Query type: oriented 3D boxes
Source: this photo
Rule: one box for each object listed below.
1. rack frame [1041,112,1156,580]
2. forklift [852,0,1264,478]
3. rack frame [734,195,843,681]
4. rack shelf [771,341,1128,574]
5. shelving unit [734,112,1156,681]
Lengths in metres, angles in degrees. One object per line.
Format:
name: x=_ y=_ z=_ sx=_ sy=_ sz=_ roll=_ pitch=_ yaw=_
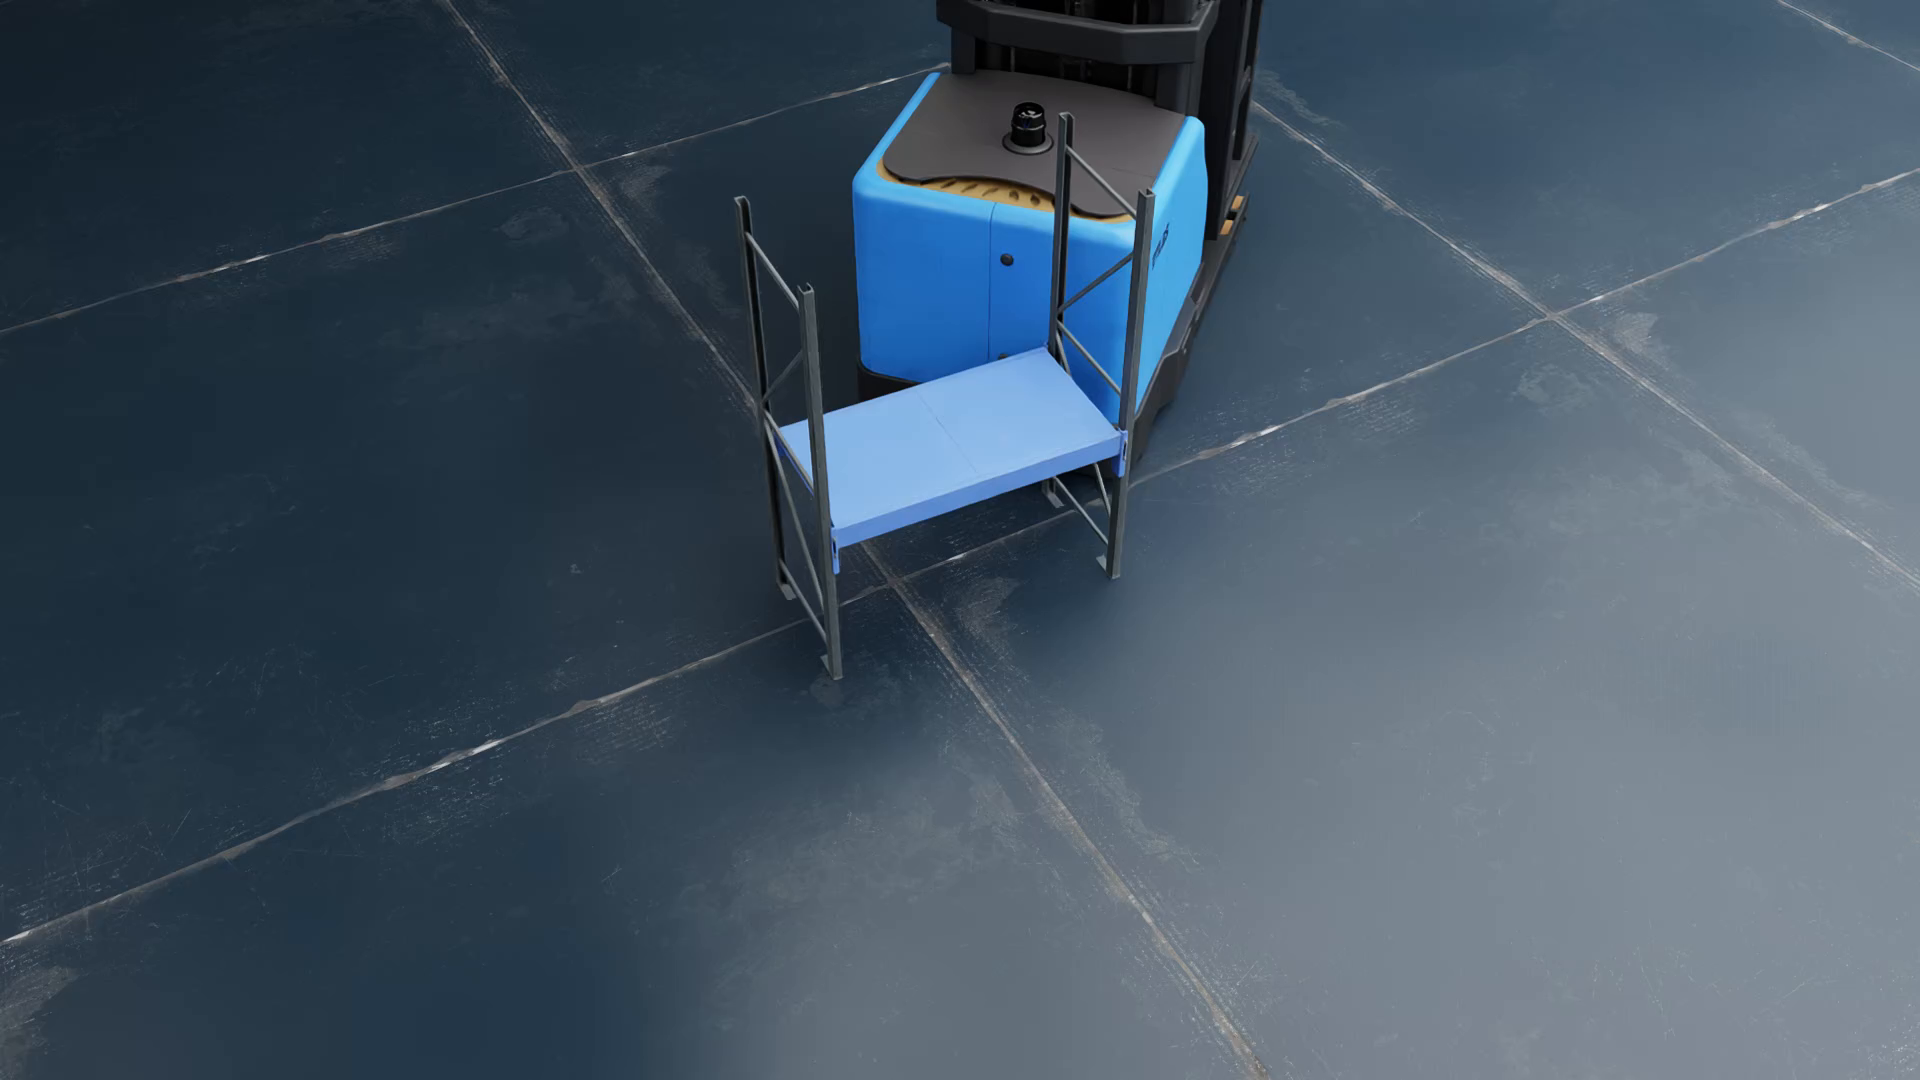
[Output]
rack frame: x=0.415 y=-0.563 z=5.253 sx=0.032 sy=1.500 sz=0.500 roll=-19 pitch=47 yaw=-19
forklift: x=0.593 y=-2.313 z=6.029 sx=1.130 sy=2.935 sz=3.031 roll=14 pitch=46 yaw=14
rack frame: x=-0.497 y=-0.249 z=4.930 sx=0.032 sy=1.500 sz=0.500 roll=-19 pitch=47 yaw=-19
rack shelf: x=-0.041 y=-0.277 z=5.217 sx=1.000 sy=0.185 sz=0.538 roll=-19 pitch=47 yaw=-19
shelving unit: x=-0.041 y=-0.406 z=5.092 sx=1.048 sy=1.500 sz=0.538 roll=-19 pitch=47 yaw=-19
